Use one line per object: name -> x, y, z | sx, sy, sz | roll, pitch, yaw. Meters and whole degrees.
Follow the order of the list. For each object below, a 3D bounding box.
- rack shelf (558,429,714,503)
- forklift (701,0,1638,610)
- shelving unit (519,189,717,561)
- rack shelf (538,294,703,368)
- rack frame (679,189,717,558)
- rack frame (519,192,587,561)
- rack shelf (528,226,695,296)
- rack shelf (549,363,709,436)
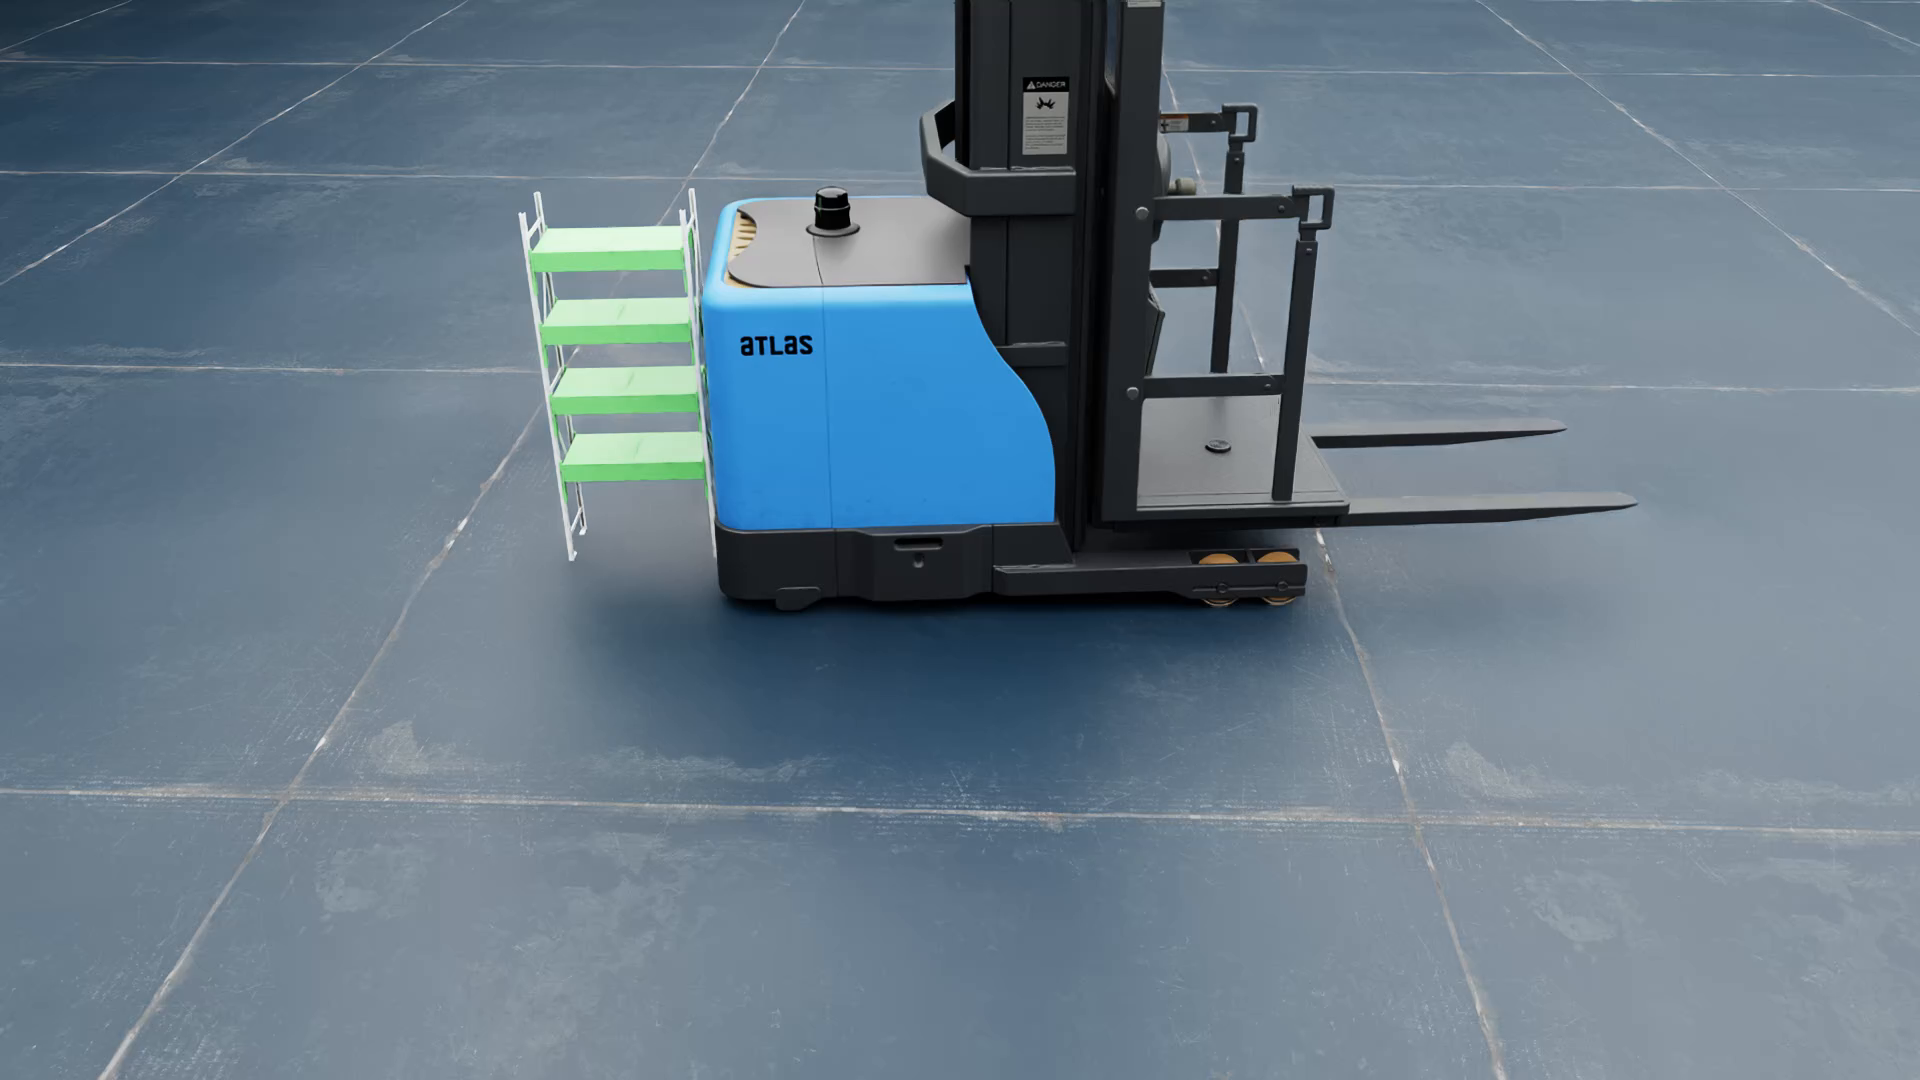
rack shelf -> -1.075, -0.252, 5.584 | 0.480, 0.148, 0.258 | -1, 28, 0
forklift -> 0.714, -1.329, 5.128 | 3.031, 2.935, 1.130 | -2, 28, -3
shelving unit -> -1.080, -0.521, 5.441 | 0.503, 1.200, 0.258 | -1, 28, 0
rack shelf -> -1.084, -0.676, 5.359 | 0.480, 0.148, 0.258 | -1, 28, 0
rack frame -> -0.836, -0.526, 5.442 | 0.015, 1.200, 0.240 | -1, 28, 0
rack frame -> -1.324, -0.515, 5.441 | 0.015, 1.200, 0.240 | -1, 28, 0
rack shelf -> -1.088, -0.888, 5.246 | 0.480, 0.148, 0.258 | -1, 28, 0
rack shelf -> -1.079, -0.464, 5.471 | 0.480, 0.148, 0.258 | -1, 28, 0
